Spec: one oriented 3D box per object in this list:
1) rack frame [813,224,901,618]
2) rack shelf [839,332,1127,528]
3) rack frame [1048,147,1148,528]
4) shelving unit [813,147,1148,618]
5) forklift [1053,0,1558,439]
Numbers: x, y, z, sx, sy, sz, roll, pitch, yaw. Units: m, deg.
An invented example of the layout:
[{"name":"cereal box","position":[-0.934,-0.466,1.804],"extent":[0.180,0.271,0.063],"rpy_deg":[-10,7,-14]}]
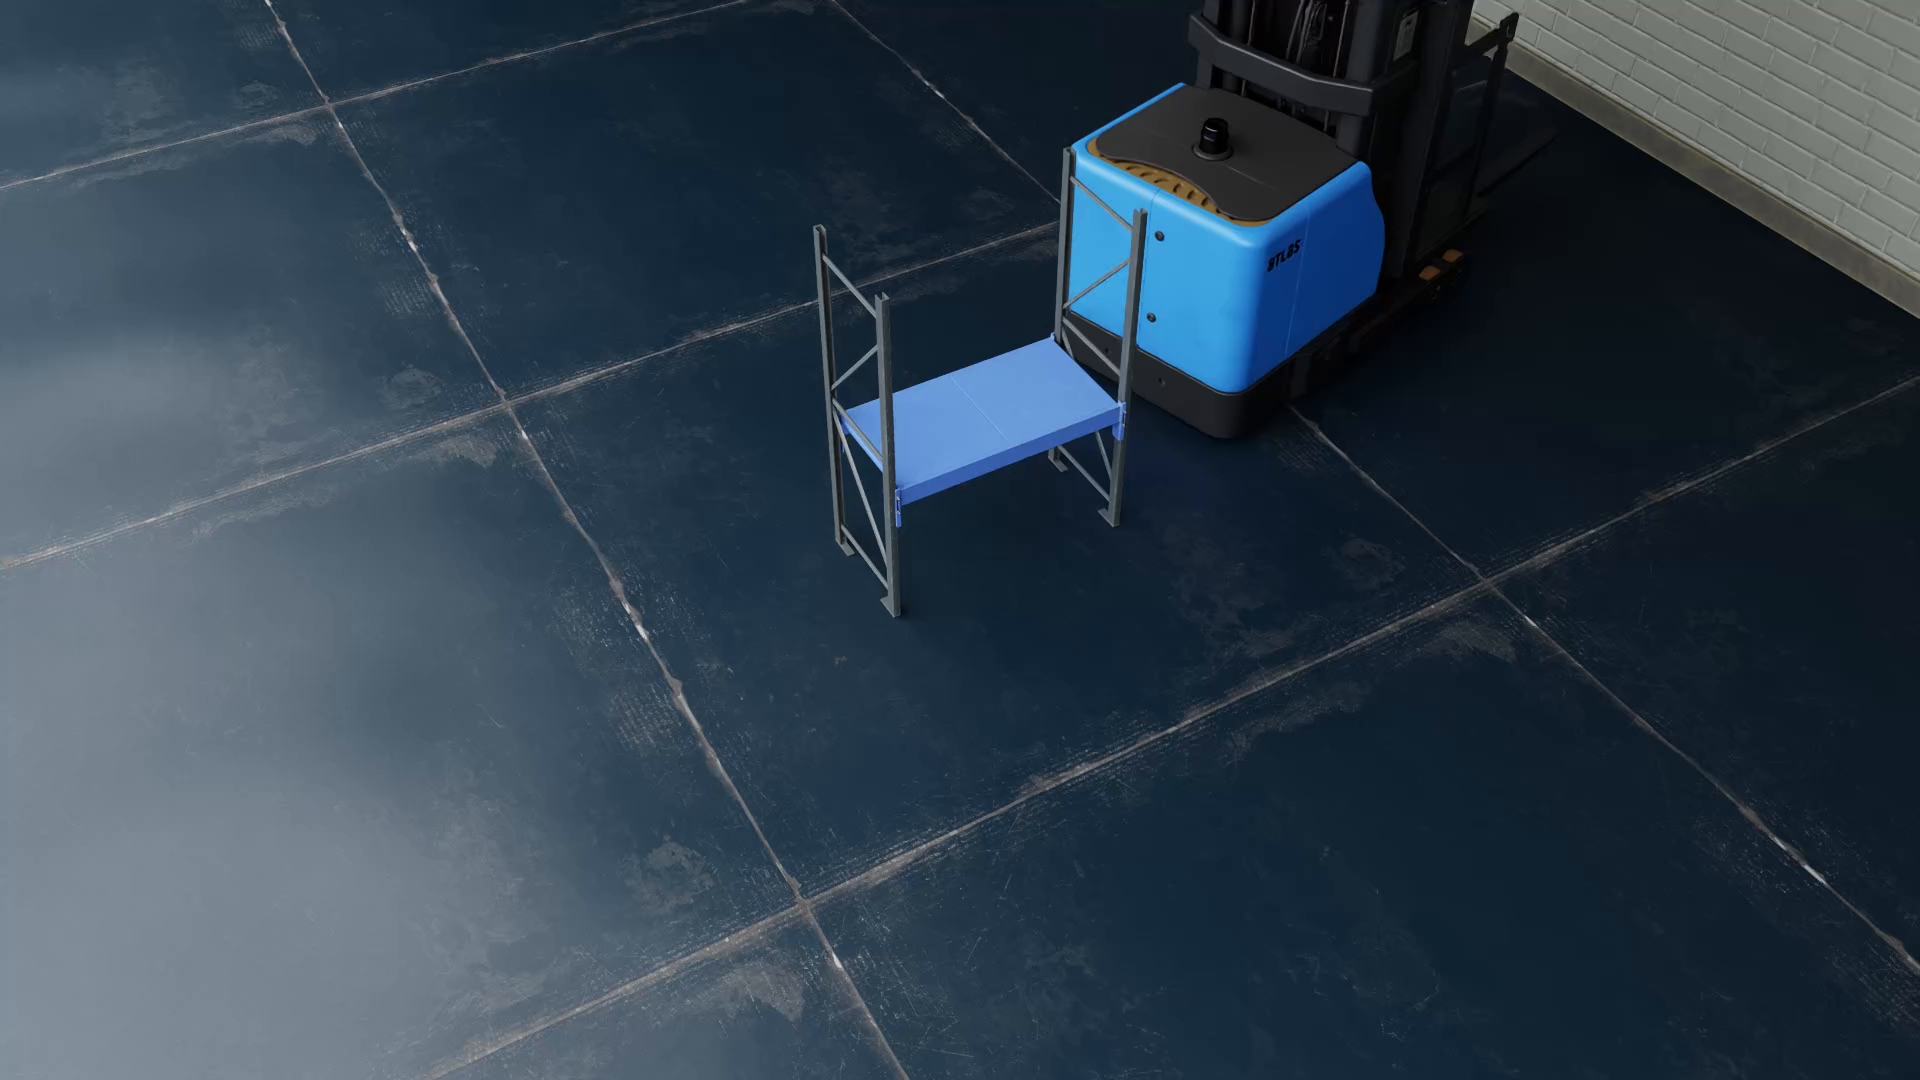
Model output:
[{"name":"rack frame","position":[-0.367,-0.391,6.076],"extent":[0.032,1.500,0.500],"rpy_deg":[-22,48,-21]},{"name":"rack shelf","position":[0.074,-0.439,6.383],"extent":[1.000,0.185,0.538],"rpy_deg":[-22,48,-21]},{"name":"rack frame","position":[0.515,-0.744,6.440],"extent":[0.032,1.500,0.500],"rpy_deg":[-22,48,-21]},{"name":"shelving unit","position":[0.074,-0.568,6.258],"extent":[1.048,1.500,0.538],"rpy_deg":[-22,48,-21]},{"name":"forklift","position":[1.809,-2.414,7.133],"extent":[1.130,2.935,3.031],"rpy_deg":[34,53,30]}]
